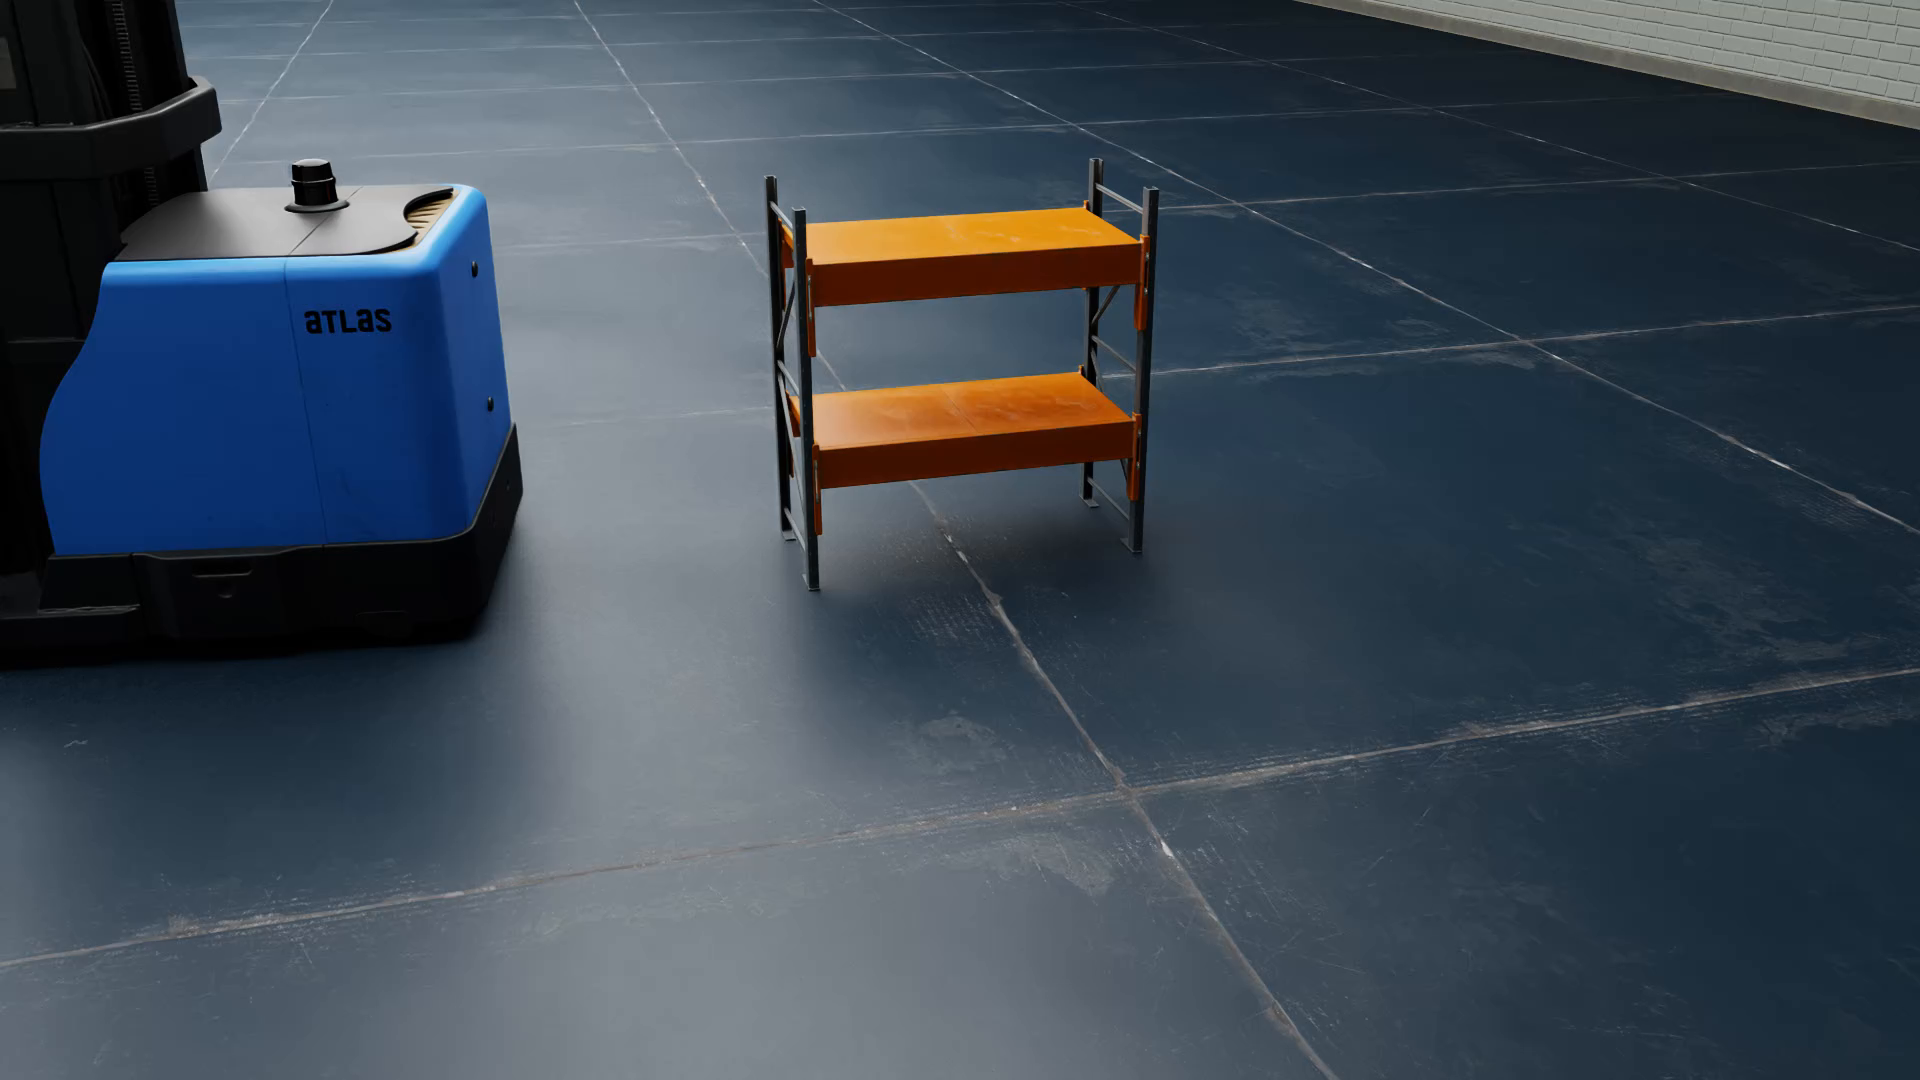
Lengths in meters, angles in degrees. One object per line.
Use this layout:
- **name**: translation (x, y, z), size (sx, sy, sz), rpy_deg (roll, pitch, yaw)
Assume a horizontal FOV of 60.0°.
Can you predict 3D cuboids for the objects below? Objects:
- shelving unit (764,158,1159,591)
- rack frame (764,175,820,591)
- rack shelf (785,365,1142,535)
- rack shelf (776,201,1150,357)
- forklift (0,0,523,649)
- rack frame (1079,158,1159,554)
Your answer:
- **shelving unit**: translation (-0.007, -0.516, 5.027), size (1.048, 1.125, 0.538), rpy_deg (-6, 24, -14)
- **rack frame**: translation (-0.496, -0.462, 4.900), size (0.032, 1.125, 0.500), rpy_deg (-6, 24, -14)
- **rack shelf**: translation (-0.007, -0.292, 5.123), size (1.000, 0.278, 0.538), rpy_deg (-6, 24, -14)
- **rack shelf**: translation (-0.007, -0.785, 4.911), size (1.000, 0.278, 0.538), rpy_deg (-6, 24, -14)
- **forklift**: translation (-2.881, -1.199, 4.328), size (3.031, 2.935, 1.130), rpy_deg (-3, 23, -6)
- **rack frame**: translation (0.483, -0.570, 5.153), size (0.032, 1.125, 0.500), rpy_deg (-6, 24, -14)
